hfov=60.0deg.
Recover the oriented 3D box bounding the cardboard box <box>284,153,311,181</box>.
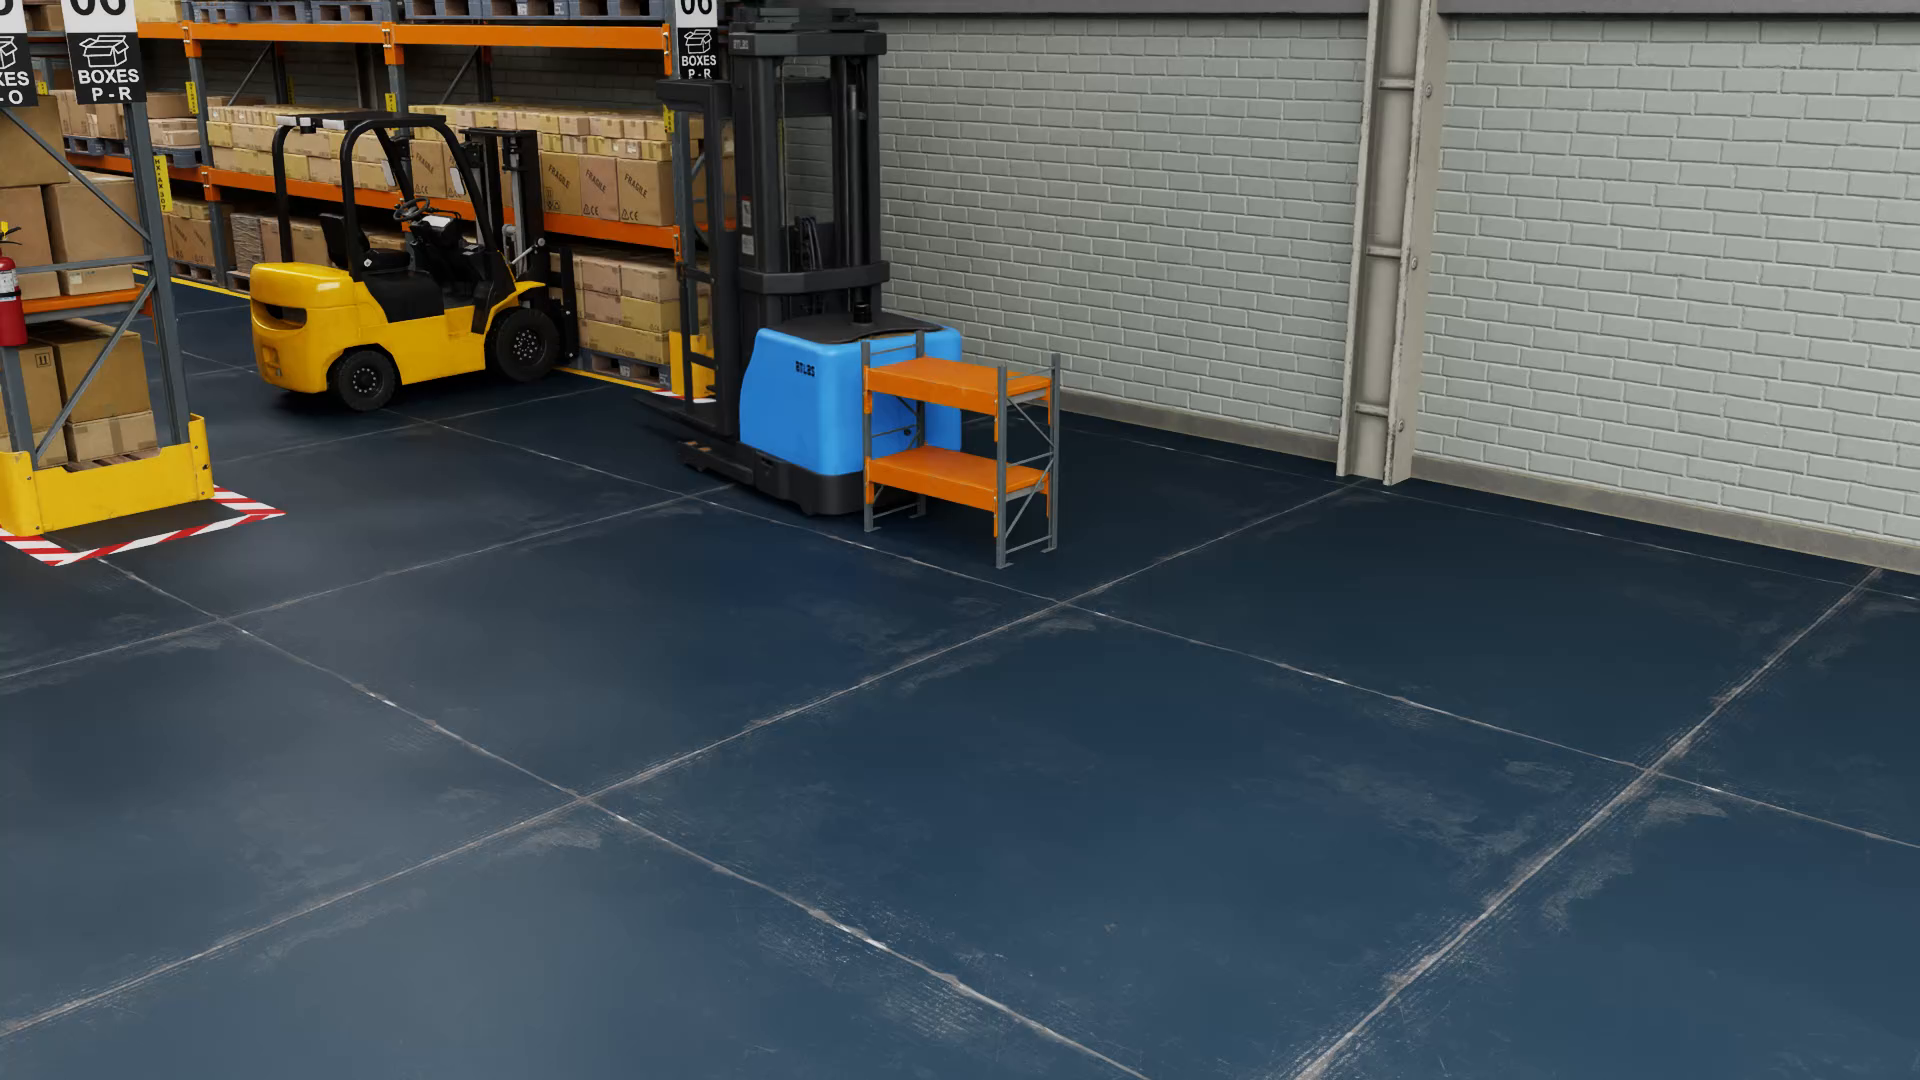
[{"bbox_3d":[-6.503,-3.797,16.866,0.500,0.250,0.500,16,24,41],"label":"cardboard box"}]

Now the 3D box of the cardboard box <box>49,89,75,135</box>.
[{"bbox_3d":[-10.601,-5.225,20.257,0.500,0.500,0.700,16,23,41],"label":"cardboard box"}]

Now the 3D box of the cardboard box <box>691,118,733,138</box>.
[{"bbox_3d":[-1.949,-3.330,13.416,0.250,0.149,0.380,14,23,38],"label":"cardboard box"}]

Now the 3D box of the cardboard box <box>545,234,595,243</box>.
[{"bbox_3d":[-3.576,-2.627,15.128,0.500,0.250,0.500,15,23,40],"label":"cardboard box"}]

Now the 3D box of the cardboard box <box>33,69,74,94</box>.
[{"bbox_3d":[-11.752,-5.912,21.797,0.500,0.500,0.500,14,23,38],"label":"cardboard box"}]

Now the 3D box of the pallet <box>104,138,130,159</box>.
[{"bbox_3d":[-9.280,-4.620,19.527,1.213,0.211,1.003,15,23,39],"label":"pallet"}]

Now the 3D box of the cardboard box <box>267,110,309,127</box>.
[{"bbox_3d":[-6.807,-4.291,16.937,0.250,0.149,0.380,16,23,40],"label":"cardboard box"}]

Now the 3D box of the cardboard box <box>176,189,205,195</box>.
[{"bbox_3d":[-9.182,-4.126,20.020,0.250,0.149,0.380,14,22,37],"label":"cardboard box"}]

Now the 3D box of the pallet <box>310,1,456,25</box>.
[{"bbox_3d":[-5.499,-5.031,15.864,1.217,0.209,0.805,14,22,37],"label":"pallet"}]

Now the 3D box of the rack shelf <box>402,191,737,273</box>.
[{"bbox_3d":[-3.335,-2.774,14.584,4.000,0.370,1.077,15,23,39],"label":"rack shelf"}]

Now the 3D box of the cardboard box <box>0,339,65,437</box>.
[{"bbox_3d":[-5.903,-0.941,10.228,0.500,0.500,0.500,15,23,40],"label":"cardboard box"}]

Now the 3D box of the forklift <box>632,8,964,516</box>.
[{"bbox_3d":[-1.248,-1.926,10.834,1.130,2.935,3.031,-12,21,-34],"label":"forklift"}]

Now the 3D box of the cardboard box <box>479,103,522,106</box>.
[{"bbox_3d":[-4.231,-3.962,15.407,0.250,0.149,0.380,14,23,38],"label":"cardboard box"}]

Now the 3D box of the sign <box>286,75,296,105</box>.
[{"bbox_3d":[-7.457,-5.000,18.493,0.005,0.325,0.100,15,23,39],"label":"sign"}]

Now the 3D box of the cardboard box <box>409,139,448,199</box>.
[{"bbox_3d":[-4.672,-3.418,15.258,0.500,0.500,0.500,14,22,38],"label":"cardboard box"}]

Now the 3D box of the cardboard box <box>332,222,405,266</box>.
[{"bbox_3d":[-5.804,-2.847,16.854,0.625,0.625,0.875,15,23,39],"label":"cardboard box"}]

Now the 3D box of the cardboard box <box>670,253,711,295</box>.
[{"bbox_3d":[-2.073,-2.221,13.850,0.500,0.250,0.500,15,23,38],"label":"cardboard box"}]

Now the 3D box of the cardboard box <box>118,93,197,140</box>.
[{"bbox_3d":[-9.166,-4.857,19.092,0.637,0.503,0.797,14,23,38],"label":"cardboard box"}]

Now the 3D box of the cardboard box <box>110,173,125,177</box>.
[{"bbox_3d":[-10.497,-4.411,20.426,0.250,0.149,0.380,14,22,37],"label":"cardboard box"}]

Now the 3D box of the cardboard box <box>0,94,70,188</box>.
[{"bbox_3d":[-5.658,-2.311,9.625,0.500,0.500,0.700,14,23,38],"label":"cardboard box"}]

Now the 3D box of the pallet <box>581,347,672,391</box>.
[{"bbox_3d":[-2.439,-1.531,14.085,1.213,0.211,1.003,15,23,39],"label":"pallet"}]

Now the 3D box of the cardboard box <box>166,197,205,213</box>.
[{"bbox_3d":[-8.920,-3.855,19.167,0.250,0.149,0.380,16,24,41],"label":"cardboard box"}]

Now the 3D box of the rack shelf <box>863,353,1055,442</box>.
[{"bbox_3d":[-0.005,-0.816,9.357,1.000,0.278,0.538,15,23,39],"label":"rack shelf"}]

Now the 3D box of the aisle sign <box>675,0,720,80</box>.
[{"bbox_3d":[-1.985,-3.875,12.565,0.004,0.787,0.394,15,23,39],"label":"aisle sign"}]

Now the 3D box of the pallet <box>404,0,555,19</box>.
[{"bbox_3d":[-4.176,-4.741,14.779,1.213,0.211,1.003,15,23,39],"label":"pallet"}]

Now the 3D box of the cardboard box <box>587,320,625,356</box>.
[{"bbox_3d":[-2.766,-1.730,13.955,0.500,0.250,0.500,15,23,39],"label":"cardboard box"}]

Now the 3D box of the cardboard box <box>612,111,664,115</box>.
[{"bbox_3d":[-2.718,-3.540,14.079,0.250,0.149,0.380,16,24,41],"label":"cardboard box"}]

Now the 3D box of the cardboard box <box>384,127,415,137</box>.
[{"bbox_3d":[-5.234,-3.894,15.685,0.250,0.149,0.380,16,24,41],"label":"cardboard box"}]

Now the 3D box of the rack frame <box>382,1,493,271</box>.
[{"bbox_3d":[-4.831,-3.519,15.740,0.127,3.000,1.000,15,23,39],"label":"rack frame"}]

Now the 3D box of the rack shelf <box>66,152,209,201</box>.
[{"bbox_3d":[-9.319,-4.380,19.645,4.000,0.370,1.077,15,23,39],"label":"rack shelf"}]

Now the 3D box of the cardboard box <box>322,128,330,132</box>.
[{"bbox_3d":[-6.026,-4.092,16.310,0.250,0.149,0.380,14,23,38],"label":"cardboard box"}]

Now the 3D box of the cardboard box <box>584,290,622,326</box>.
[{"bbox_3d":[-2.779,-1.974,13.896,0.500,0.250,0.500,15,23,39],"label":"cardboard box"}]

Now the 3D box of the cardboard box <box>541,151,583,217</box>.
[{"bbox_3d":[-3.147,-3.012,13.977,0.500,0.500,0.500,14,23,38],"label":"cardboard box"}]

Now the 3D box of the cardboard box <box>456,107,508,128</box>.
[{"bbox_3d":[-4.213,-3.730,14.676,0.250,0.149,0.380,16,23,40],"label":"cardboard box"}]

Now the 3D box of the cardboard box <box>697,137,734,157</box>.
[{"bbox_3d":[-1.921,-3.199,13.496,0.250,0.149,0.380,14,23,38],"label":"cardboard box"}]

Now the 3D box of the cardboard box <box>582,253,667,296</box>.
[{"bbox_3d":[-2.776,-2.205,13.798,0.500,0.250,0.500,16,23,40],"label":"cardboard box"}]

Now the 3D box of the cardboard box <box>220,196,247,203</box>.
[{"bbox_3d":[-8.426,-3.906,19.327,0.250,0.149,0.380,15,23,40],"label":"cardboard box"}]

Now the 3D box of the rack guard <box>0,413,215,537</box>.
[{"bbox_3d":[-5.188,-0.416,10.095,0.348,0.500,1.175,15,23,39],"label":"rack guard"}]

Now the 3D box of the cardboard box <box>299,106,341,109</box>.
[{"bbox_3d":[-6.792,-4.533,17.697,0.250,0.149,0.380,14,23,38],"label":"cardboard box"}]

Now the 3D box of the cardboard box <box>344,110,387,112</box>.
[{"bbox_3d":[-6.061,-4.311,17.000,0.250,0.149,0.380,15,23,40],"label":"cardboard box"}]

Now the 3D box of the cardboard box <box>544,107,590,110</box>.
[{"bbox_3d":[-3.455,-3.757,14.762,0.250,0.149,0.380,15,23,39],"label":"cardboard box"}]

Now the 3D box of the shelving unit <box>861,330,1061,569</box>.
[{"bbox_3d":[-0.005,-0.538,9.446,1.048,1.125,0.538,15,23,39],"label":"shelving unit"}]

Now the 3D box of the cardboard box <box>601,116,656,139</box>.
[{"bbox_3d":[-2.666,-3.327,13.408,0.250,0.149,0.380,16,23,40],"label":"cardboard box"}]

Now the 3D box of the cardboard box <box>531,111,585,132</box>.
[{"bbox_3d":[-3.398,-3.545,14.094,0.250,0.149,0.380,15,23,40],"label":"cardboard box"}]

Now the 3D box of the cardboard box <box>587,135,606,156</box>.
[{"bbox_3d":[-2.827,-3.241,13.629,0.250,0.149,0.380,15,23,39],"label":"cardboard box"}]

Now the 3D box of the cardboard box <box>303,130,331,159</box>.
[{"bbox_3d":[-6.136,-3.932,16.463,0.500,0.250,0.500,16,23,40],"label":"cardboard box"}]

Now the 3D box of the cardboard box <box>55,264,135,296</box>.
[{"bbox_3d":[-5.248,-1.587,10.069,0.250,0.149,0.380,15,23,39],"label":"cardboard box"}]

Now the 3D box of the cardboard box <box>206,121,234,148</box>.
[{"bbox_3d":[-7.670,-4.339,17.745,0.500,0.250,0.500,15,23,39],"label":"cardboard box"}]

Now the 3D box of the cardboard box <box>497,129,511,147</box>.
[{"bbox_3d":[-3.829,-3.488,14.407,0.250,0.149,0.380,14,22,38],"label":"cardboard box"}]

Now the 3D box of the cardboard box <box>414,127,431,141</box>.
[{"bbox_3d":[-4.767,-3.752,15.238,0.250,0.149,0.380,15,23,38],"label":"cardboard box"}]

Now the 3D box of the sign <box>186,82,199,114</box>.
[{"bbox_3d":[-8.176,-4.711,17.715,0.005,0.325,0.100,15,23,39],"label":"sign"}]

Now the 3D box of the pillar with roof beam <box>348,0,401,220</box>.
[{"bbox_3d":[-9.107,-6.149,14.112,0.400,9.000,9.100,15,23,39],"label":"pillar with roof beam"}]

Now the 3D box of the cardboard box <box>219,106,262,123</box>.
[{"bbox_3d":[-7.579,-4.495,17.578,0.250,0.149,0.380,16,23,40],"label":"cardboard box"}]

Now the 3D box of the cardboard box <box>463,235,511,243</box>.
[{"bbox_3d":[-4.302,-2.612,15.081,0.500,0.250,0.500,15,23,39],"label":"cardboard box"}]
